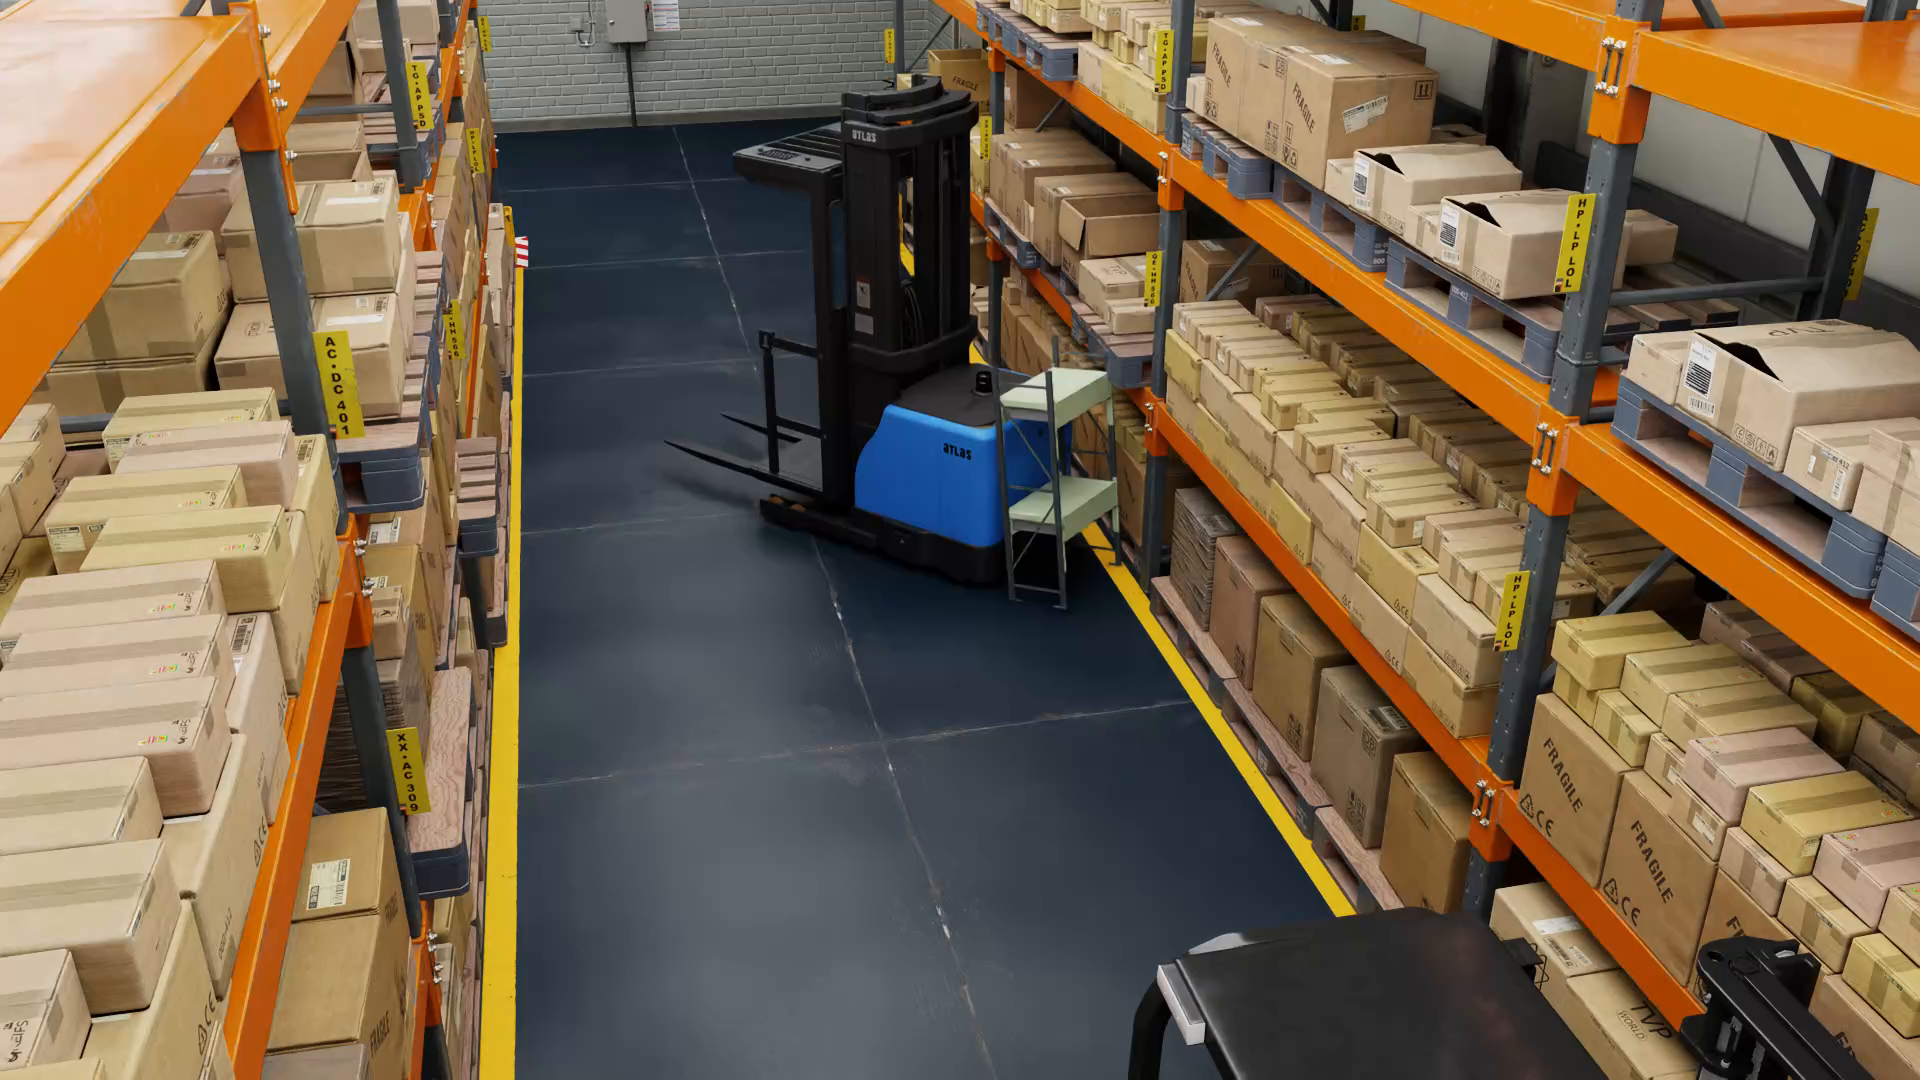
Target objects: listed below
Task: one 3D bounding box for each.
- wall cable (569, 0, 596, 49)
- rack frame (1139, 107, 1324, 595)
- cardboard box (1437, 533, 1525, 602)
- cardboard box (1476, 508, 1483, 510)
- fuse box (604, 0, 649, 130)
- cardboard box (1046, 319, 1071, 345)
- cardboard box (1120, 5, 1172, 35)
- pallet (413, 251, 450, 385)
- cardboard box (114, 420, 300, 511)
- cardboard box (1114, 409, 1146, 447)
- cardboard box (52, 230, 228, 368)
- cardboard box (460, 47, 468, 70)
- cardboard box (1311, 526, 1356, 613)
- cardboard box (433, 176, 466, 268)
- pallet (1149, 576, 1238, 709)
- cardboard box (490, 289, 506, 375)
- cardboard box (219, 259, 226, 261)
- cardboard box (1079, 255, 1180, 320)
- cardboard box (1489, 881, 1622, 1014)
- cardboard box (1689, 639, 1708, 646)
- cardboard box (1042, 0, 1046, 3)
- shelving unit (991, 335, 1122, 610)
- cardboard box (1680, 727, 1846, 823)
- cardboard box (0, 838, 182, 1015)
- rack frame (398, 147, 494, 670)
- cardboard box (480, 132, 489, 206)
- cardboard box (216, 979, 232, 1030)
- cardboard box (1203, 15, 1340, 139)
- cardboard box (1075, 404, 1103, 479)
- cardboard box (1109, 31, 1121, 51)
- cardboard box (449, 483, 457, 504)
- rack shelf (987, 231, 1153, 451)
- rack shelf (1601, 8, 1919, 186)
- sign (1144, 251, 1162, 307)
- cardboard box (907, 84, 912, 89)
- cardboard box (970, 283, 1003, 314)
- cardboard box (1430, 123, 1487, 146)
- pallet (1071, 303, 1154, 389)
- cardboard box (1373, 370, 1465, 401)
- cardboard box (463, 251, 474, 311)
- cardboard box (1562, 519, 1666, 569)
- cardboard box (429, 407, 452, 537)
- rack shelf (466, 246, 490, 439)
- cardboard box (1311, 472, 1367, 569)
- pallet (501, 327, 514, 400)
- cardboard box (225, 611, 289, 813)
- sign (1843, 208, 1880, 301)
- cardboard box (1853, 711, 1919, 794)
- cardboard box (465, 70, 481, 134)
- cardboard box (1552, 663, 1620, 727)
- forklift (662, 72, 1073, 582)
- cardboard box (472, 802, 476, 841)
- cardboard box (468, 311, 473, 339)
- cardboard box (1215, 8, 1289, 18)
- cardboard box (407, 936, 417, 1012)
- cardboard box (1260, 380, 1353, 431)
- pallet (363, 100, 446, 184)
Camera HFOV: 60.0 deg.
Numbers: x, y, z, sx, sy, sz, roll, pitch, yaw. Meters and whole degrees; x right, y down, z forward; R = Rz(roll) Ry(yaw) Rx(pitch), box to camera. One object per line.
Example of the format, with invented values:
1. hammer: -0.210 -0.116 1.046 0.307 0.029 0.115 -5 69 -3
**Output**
1. wall cable: -4.916 -7.155 20.816 0.588 1.984 0.122 -6 27 -12
2. rack frame: 1.636 -1.073 9.893 1.000 3.000 0.127 -6 27 -12
3. cardboard box: 2.168 0.110 6.719 0.380 0.149 0.250 -6 27 -12
4. cardboard box: 2.569 0.056 7.267 0.500 0.250 0.500 -6 27 -12
5. fuse box: -4.216 -6.126 21.335 0.539 1.711 0.414 -6 27 -12
6. cardboard box: 0.858 -1.548 12.422 0.380 0.149 0.250 -6 27 -12
7. cardboard box: 1.188 -3.130 10.035 0.380 0.149 0.250 -6 27 -12
8. pallet: -2.570 -0.803 6.238 1.213 0.211 1.003 -6 27 -12
9. cardboard box: -1.880 -0.171 4.171 0.380 0.149 0.250 -7 28 -13
10. cardboard box: 1.186 -0.742 10.825 0.380 0.149 0.250 -7 28 -14
11. cardboard box: -2.552 -0.736 5.041 0.500 0.250 0.500 -5 27 -10
12. cardboard box: -4.244 -3.939 13.632 0.380 0.149 0.250 -6 27 -11
13. cardboard box: 1.968 0.114 7.708 0.500 0.250 0.500 -6 27 -11
14. cardboard box: -3.405 -1.967 10.444 0.500 0.500 0.500 -6 27 -11
15. pallet: 1.783 0.537 9.798 1.003 0.211 1.213 -6 27 -12
16. cardboard box: -4.138 -1.653 13.421 0.875 0.438 0.875 -6 27 -12
17. cardboard box: -2.793 -0.959 6.039 0.500 0.250 0.500 -6 27 -11
18. cardboard box: 1.083 -1.624 10.685 0.500 0.250 0.500 -7 28 -14
19. cardboard box: 2.341 1.521 6.230 0.500 0.250 0.500 -6 27 -12
20. cardboard box: 2.860 0.464 6.017 0.380 0.149 0.250 -6 27 -12
21. cardboard box: 0.732 -3.686 11.114 0.380 0.149 0.250 -6 27 -11
22. shelving unit: 0.613 -0.429 10.264 0.431 1.500 0.755 8 25 31
23. cardboard box: 2.491 0.726 5.168 0.380 0.149 0.250 -5 27 -10
24. cardboard box: -1.459 0.620 2.603 0.380 0.149 0.250 -5 27 -10
25. rack frame: -3.199 -0.567 8.891 1.000 3.000 0.127 -6 27 -12
26. cardboard box: -4.167 -3.041 13.681 0.500 0.500 0.500 -6 27 -11
27. cardboard box: -1.549 0.861 3.012 0.380 0.149 0.250 -7 28 -13
28. cardboard box: 1.562 -2.346 8.398 0.500 0.500 0.500 -6 27 -11
29. cardboard box: 1.108 -0.758 11.578 0.500 0.500 0.500 -5 27 -9
30. cardboard box: 1.142 -3.107 10.319 0.380 0.149 0.250 -6 27 -11
31. cardboard box: -2.616 -0.195 7.966 0.380 0.149 0.250 -7 28 -14
32. rack shelf: 1.185 -1.630 11.795 1.077 0.370 4.000 -6 27 -12
33. rack shelf: 2.988 -0.617 3.575 1.077 0.370 4.000 -6 27 -12
34. sign: 1.109 -1.495 9.533 0.100 0.325 0.005 -6 27 -12
35. cardboard box: -0.213 -4.203 15.931 0.500 0.250 0.500 -6 27 -11
36. cardboard box: 0.242 -2.167 14.630 0.396 0.266 0.258 -5 27 -10
37. cardboard box: 2.217 -1.840 7.766 0.380 0.166 0.250 -6 27 -12
38. pallet: 1.415 -1.278 10.512 1.213 0.211 1.003 -6 27 -12
39. cardboard box: 2.317 -0.737 8.397 0.380 0.149 0.250 -6 27 -12
40. cardboard box: -3.390 -1.642 10.632 0.500 0.250 0.500 -5 27 -11
41. cardboard box: 2.658 0.050 6.838 0.380 0.149 0.250 -7 28 -13
42. cardboard box: -2.584 -0.313 7.481 0.500 0.500 0.500 -8 28 -15
43. rack shelf: -3.650 -1.124 10.793 1.077 0.370 4.000 -6 27 -12
44. cardboard box: 1.945 -0.113 7.603 0.500 0.250 0.500 -5 27 -11
45. pallet: -4.196 -1.420 13.676 1.003 0.211 1.213 -6 27 -12
46. cardboard box: -1.720 0.397 3.488 0.500 0.250 0.500 -6 27 -12
47. sign: 3.078 -0.979 5.717 0.100 0.325 0.005 -6 27 -12
48. cardboard box: 3.110 0.658 5.302 0.380 0.149 0.250 -6 27 -13
49. cardboard box: -4.184 -3.496 13.474 0.500 0.500 0.500 -5 27 -11
50. cardboard box: 2.353 0.516 5.915 0.380 0.149 0.250 -6 27 -12
51. forklift: -0.744 -1.556 10.926 3.031 2.935 1.130 18 32 32
52. cardboard box: -2.742 1.324 7.594 0.950 0.372 0.625 -5 27 -10
53. cardboard box: -3.424 -1.411 10.730 0.500 0.250 0.500 -6 27 -12
54. cardboard box: 1.737 -3.068 9.910 0.380 0.149 0.250 -6 27 -12
55. cardboard box: -1.928 1.411 5.251 0.380 0.149 0.250 -6 27 -12
56. cardboard box: 1.722 -0.672 8.268 0.380 0.149 0.250 -5 27 -11
57. pallet: -3.396 -2.099 8.807 1.213 0.211 1.003 -5 27 -9
